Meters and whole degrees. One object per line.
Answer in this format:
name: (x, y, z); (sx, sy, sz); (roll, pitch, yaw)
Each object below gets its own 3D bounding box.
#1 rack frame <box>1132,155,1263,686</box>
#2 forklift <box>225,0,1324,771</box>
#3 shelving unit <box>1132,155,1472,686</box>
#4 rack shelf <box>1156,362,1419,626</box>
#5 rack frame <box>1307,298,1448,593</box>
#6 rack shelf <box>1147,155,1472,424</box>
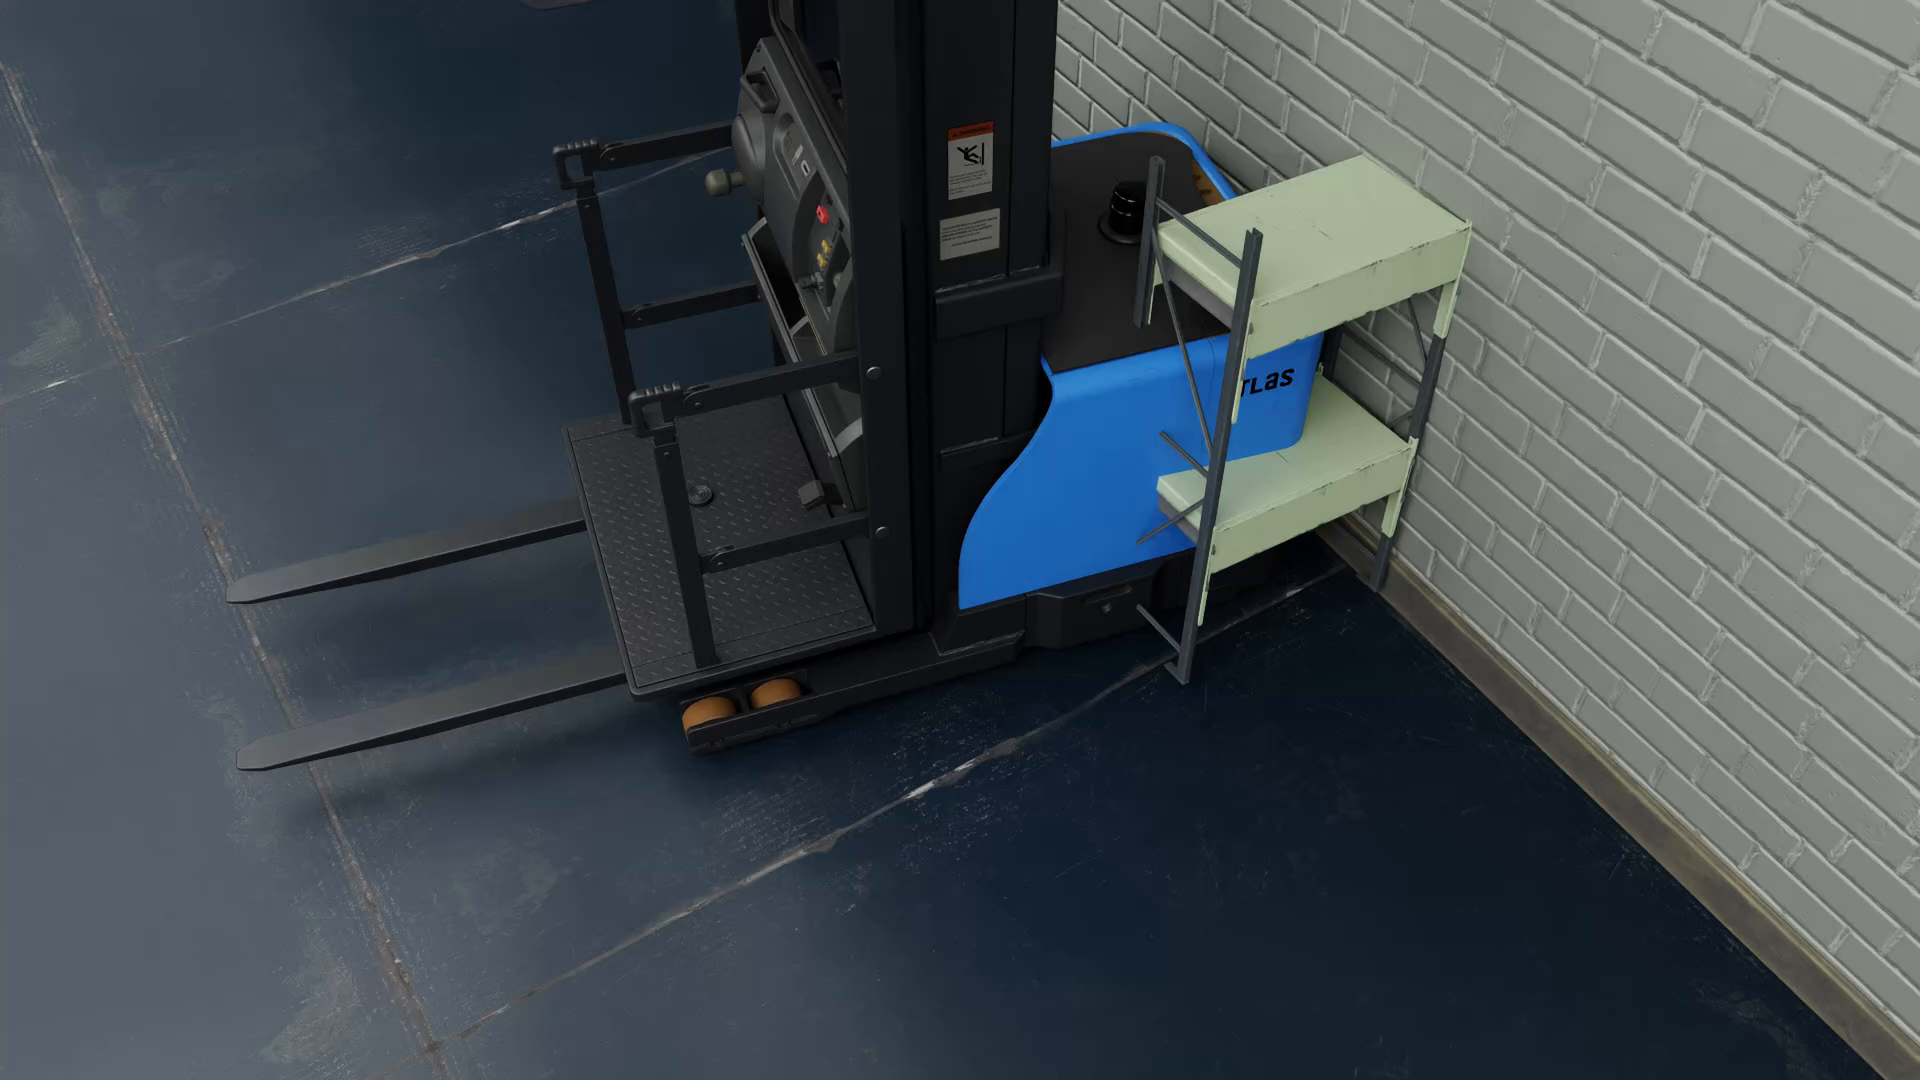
rack frame: (0.554, -0.253, 4.367); (0.023, 1.500, 0.400); (-22, 48, -23)
forklift: (-0.595, -0.822, 4.019); (3.031, 2.935, 1.130); (-14, 50, -13)
shelving unit: (0.866, -0.380, 4.511); (0.755, 1.500, 0.431); (-22, 48, -23)
rack shelf: (0.860, -0.142, 4.734); (0.720, 0.370, 0.431); (-22, 48, -23)
rack frame: (1.177, -0.507, 4.656); (0.023, 1.500, 0.400); (-22, 48, -23)
rack shelf: (0.873, -0.665, 4.245); (0.720, 0.370, 0.431); (-22, 48, -23)
